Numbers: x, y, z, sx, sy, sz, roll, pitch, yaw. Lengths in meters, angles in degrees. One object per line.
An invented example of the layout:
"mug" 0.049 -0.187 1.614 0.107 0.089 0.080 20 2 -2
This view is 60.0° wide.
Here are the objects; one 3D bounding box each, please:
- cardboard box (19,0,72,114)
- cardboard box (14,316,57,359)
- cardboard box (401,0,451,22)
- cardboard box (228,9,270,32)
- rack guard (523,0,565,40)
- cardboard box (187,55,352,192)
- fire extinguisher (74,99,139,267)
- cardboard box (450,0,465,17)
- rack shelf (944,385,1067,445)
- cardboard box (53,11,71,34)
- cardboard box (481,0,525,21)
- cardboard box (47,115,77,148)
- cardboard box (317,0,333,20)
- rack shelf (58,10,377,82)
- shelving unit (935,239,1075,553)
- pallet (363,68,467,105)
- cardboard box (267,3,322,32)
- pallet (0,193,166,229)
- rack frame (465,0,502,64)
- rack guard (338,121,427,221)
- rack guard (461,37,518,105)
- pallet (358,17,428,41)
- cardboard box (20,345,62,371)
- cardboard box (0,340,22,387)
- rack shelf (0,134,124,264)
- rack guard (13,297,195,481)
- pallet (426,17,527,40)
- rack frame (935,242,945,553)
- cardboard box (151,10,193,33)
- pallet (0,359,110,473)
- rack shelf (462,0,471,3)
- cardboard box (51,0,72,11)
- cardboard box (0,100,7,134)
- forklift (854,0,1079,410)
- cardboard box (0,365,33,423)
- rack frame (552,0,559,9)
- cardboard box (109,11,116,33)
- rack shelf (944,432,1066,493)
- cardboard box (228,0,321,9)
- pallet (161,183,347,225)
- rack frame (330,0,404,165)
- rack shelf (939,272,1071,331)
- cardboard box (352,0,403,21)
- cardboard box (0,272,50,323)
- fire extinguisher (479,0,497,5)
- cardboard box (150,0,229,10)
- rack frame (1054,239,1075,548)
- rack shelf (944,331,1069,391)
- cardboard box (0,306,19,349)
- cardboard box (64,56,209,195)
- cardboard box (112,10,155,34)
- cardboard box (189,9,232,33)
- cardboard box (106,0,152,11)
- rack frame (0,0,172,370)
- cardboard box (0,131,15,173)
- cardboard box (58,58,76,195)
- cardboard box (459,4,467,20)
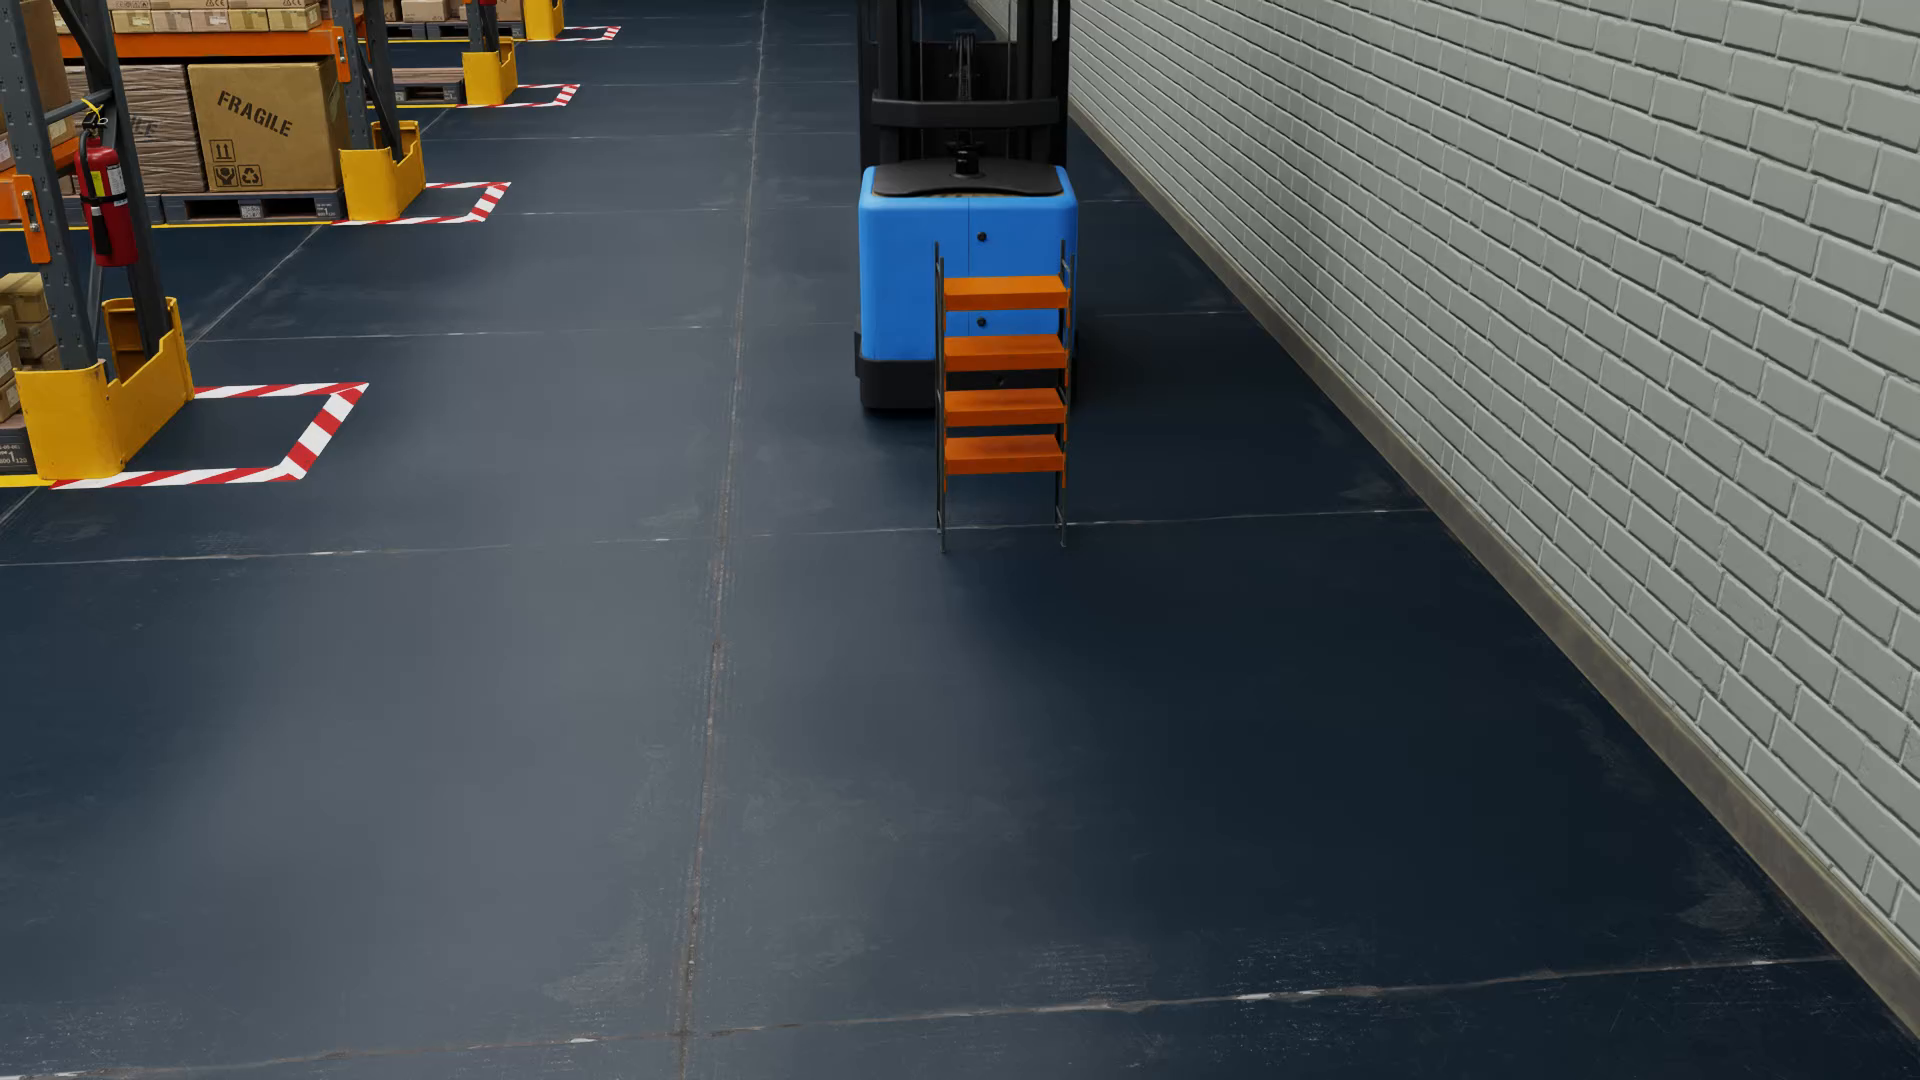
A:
"cardboard box" -4.370 -2.152 7.409 0.500 0.500 0.500 -1 24 -3
"cardboard box" -4.443 -0.985 7.899 0.250 0.149 0.380 -1 24 -3
"cardboard box" -6.718 -6.687 20.946 0.500 0.250 0.500 -2 24 -5
"cardboard box" -4.864 -3.612 11.493 0.250 0.149 0.380 -2 24 -5
"rack guard" -5.329 -6.745 21.309 0.348 0.500 1.175 -2 24 -5
"cardboard box" -4.912 -3.049 12.015 0.875 0.875 0.875 -2 24 -5
"fire extinguisher" -3.600 -1.494 6.974 0.183 0.674 0.296 -2 24 -5
"cardboard box" -6.320 -6.907 21.441 0.500 0.250 0.500 -2 24 -5
"rack shelf" 0.165 -0.493 6.548 0.480 0.148 0.258 -2 24 -5
"cardboard box" -6.126 -3.563 11.381 0.250 0.149 0.380 -2 24 -4
"cardboard box" -5.770 -6.827 20.953 0.500 0.500 0.500 -2 24 -5
"cardboard box" -4.251 -1.881 7.599 0.250 0.149 0.380 -2 24 -6
"cardboard box" -4.669 -3.890 12.118 0.250 0.149 0.380 -2 24 -5
"rack shelf" -6.274 -3.477 11.765 4.000 0.370 1.077 -2 24 -5
"shelving unit" 0.165 -0.555 6.521 0.503 1.200 0.258 -2 24 -5
"pallet" -5.595 -4.596 16.830 1.213 0.211 1.003 -2 24 -5
"cardboard box" -4.605 -3.623 11.518 0.250 0.149 0.380 -2 24 -4
"pallet" -6.283 -2.500 12.115 1.213 0.211 1.003 -2 24 -5
"rack frame" -4.770 -5.888 16.303 0.127 3.000 1.000 -2 24 -5
"rack guard" -4.259 -2.744 12.309 0.348 0.500 1.175 -2 24 -5
"rack guard" -4.747 -4.751 16.824 0.348 0.500 1.175 -2 24 -5
"pallet" -7.333 -6.533 21.188 1.213 0.211 1.003 -2 24 -5
"cardboard box" -4.449 -0.874 8.017 0.250 0.149 0.380 -2 24 -4
"cardboard box" -4.393 -0.765 7.406 0.250 0.149 0.380 -3 24 -7
"rack shelf" -5.887 -1.468 7.246 4.000 0.370 1.077 -2 24 -5
"rack guard" -3.972 -0.731 7.780 0.348 0.500 1.175 -2 24 -5
"pallet" -6.122 -6.580 21.295 1.213 0.211 1.003 -2 24 -5
"rack frame" -0.078 -0.545 6.499 0.015 1.200 0.240 -2 24 -5
"cardboard box" -5.363 -3.593 11.450 0.250 0.149 0.380 -2 24 -4
"pallet" -4.784 -0.581 7.798 1.213 0.211 1.003 -2 24 -5
"rack shelf" -6.760 -5.479 16.269 4.000 0.370 1.077 -2 24 -5
"cardboard box" -6.269 -3.763 11.342 0.500 0.250 0.500 -2 24 -5
"cardboard box" -4.318 -1.936 6.924 0.500 0.500 0.500 -2 24 -4
"forklift" 0.013 -2.513 8.795 1.130 2.935 3.031 0 24 -1
"cardboard box" -4.400 -0.661 7.536 0.250 0.149 0.380 -2 24 -4
"rack frame" -5.253 -7.890 20.808 0.127 3.000 1.000 -2 24 -5
"cardboard box" -5.880 -3.571 11.401 0.250 0.149 0.380 -2 24 -5
"rack shelf" 0.165 -0.312 6.629 0.480 0.148 0.258 -2 24 -5
"cardboard box" -4.739 -3.826 11.484 0.500 0.250 0.500 -3 24 -6
"pallet" -5.071 -2.548 12.222 1.213 0.211 1.003 -2 24 -5
"rack frame" -4.283 -3.886 11.799 0.127 3.000 1.000 -2 24 -5
"rack shelf" 0.165 -0.914 6.362 0.480 0.148 0.258 -2 24 -5
"cardboard box" -7.365 -6.867 21.039 0.637 0.503 0.797 -2 24 -5
"cardboard box" -4.451 -1.154 7.914 0.250 0.149 0.380 -3 24 -8
"fire extinguisher" -4.575 -5.504 15.995 0.183 0.674 0.296 -2 24 -5
"cardboard box" -5.244 -3.806 11.439 0.500 0.250 0.500 -3 24 -6
"rack frame" 0.408 -0.565 6.543 0.015 1.200 0.240 -2 24 -5
"rack shelf" 0.165 -0.698 6.458 0.480 0.148 0.258 -2 24 -5
"cardboard box" -4.398 -0.914 7.374 0.250 0.149 0.380 -2 24 -5
"cardboard box" -5.818 -3.012 11.933 0.875 0.875 0.875 -2 24 -5
"cardboard box" -5.621 -3.582 11.425 0.250 0.149 0.380 -3 24 -6
"cardboard box" -5.115 -3.603 11.472 0.250 0.149 0.380 -2 24 -5
"cardboard box" -5.751 -3.786 11.393 0.500 0.250 0.500 -3 24 -7
"rack frame" -3.896 -1.877 7.279 0.127 3.000 1.000 -2 24 -5
"cardboard box" -4.193 -1.635 7.044 0.250 0.149 0.380 -2 24 -5
"cardboard box" -6.704 -2.977 11.853 0.875 0.875 0.875 -2 24 -5
"cardboard box" -6.182 -6.695 21.066 0.250 0.166 0.380 -2 24 -5
